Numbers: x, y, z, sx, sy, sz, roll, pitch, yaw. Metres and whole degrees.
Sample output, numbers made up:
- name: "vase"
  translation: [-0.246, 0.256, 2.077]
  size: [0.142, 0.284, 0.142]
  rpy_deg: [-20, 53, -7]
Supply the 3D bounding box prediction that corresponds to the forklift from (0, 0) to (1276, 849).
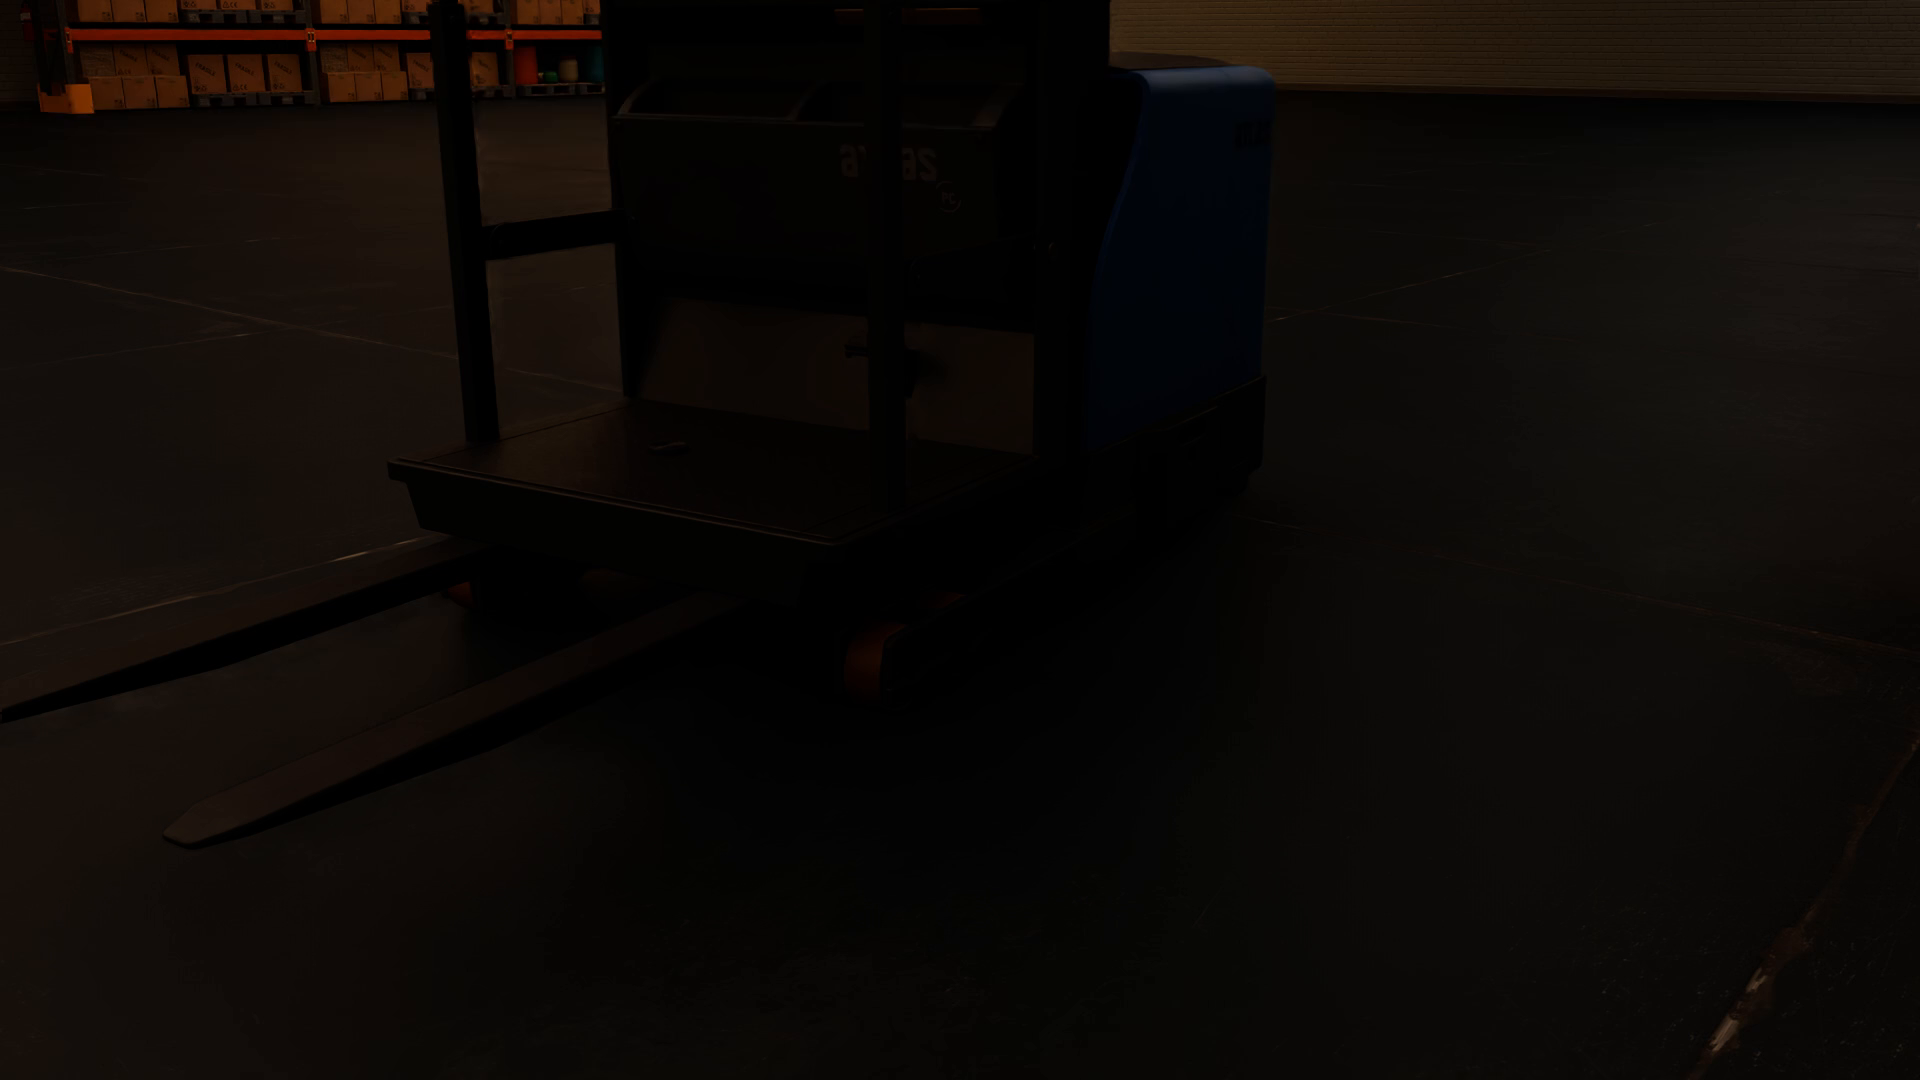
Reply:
- name: "forklift"
  translation: [-0.408, -1.251, 3.017]
  size: [1.130, 2.935, 3.031]
  rpy_deg: [10, 20, 30]
